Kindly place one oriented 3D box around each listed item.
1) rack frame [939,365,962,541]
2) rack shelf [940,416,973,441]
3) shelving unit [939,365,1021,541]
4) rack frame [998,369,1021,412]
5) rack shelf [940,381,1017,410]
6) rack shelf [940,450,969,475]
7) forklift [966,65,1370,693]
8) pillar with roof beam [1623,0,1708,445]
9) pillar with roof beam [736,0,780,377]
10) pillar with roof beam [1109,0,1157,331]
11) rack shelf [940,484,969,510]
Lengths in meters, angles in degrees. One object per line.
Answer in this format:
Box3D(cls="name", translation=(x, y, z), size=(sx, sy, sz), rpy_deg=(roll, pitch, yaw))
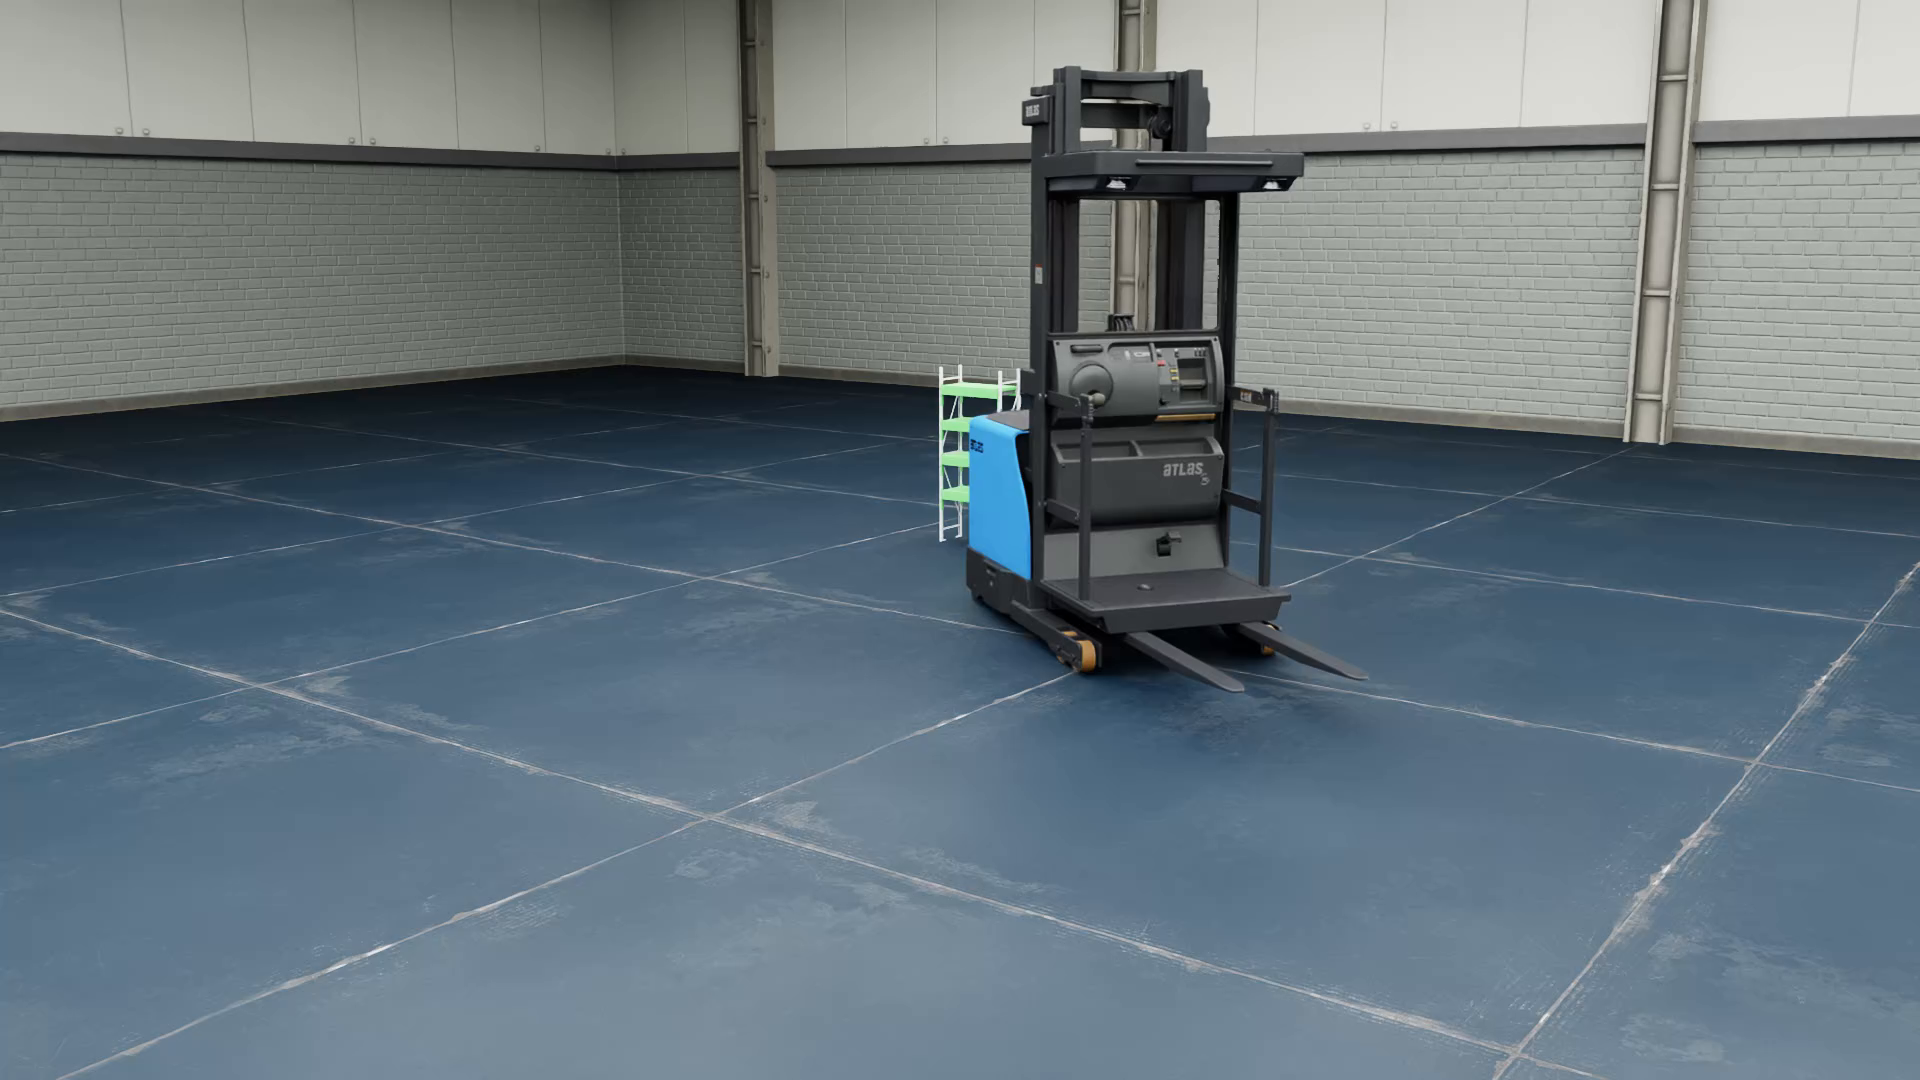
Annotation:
Box3D(cls="rack frame", translation=(-0.063, -0.598, 11.461), size=(0.015, 1.200, 0.240), rpy_deg=(8, 13, 36))
Box3D(cls="rack shelf", translation=(0.133, -0.743, 11.286), size=(0.480, 0.148, 0.258), rpy_deg=(8, 13, 36))
Box3D(cls="shelving unit", translation=(0.133, -0.570, 11.320), size=(0.503, 1.200, 0.258), rpy_deg=(8, 13, 36))
Box3D(cls="rack frame", translation=(0.330, -0.543, 11.178), size=(0.015, 1.200, 0.240), rpy_deg=(8, 13, 36))
Box3D(cls="rack shelf", translation=(0.133, -0.979, 11.240), size=(0.480, 0.148, 0.258), rpy_deg=(8, 13, 36))
Box3D(cls="rack shelf", translation=(0.133, -0.508, 11.332), size=(0.480, 0.148, 0.258), rpy_deg=(8, 13, 36))
Box3D(cls="forklift", translation=(0.989, -0.872, 8.318), size=(1.130, 2.935, 3.031), rpy_deg=(-4, 12, -18))
Box3D(cls="pillar with roof beam", translation=(4.321, -4.743, 12.354), size=(0.400, 9.000, 9.100), rpy_deg=(8, 13, 36))
Box3D(cls="pillar with roof beam", translation=(-5.351, -6.092, 19.328), size=(0.400, 9.000, 9.100), rpy_deg=(8, 13, 36))
Box3D(cls="pillar with roof beam", translation=(-0.515, -5.418, 15.841), size=(0.400, 9.000, 9.100), rpy_deg=(8, 13, 36))
Box3D(cls="rack shelf", translation=(0.133, -0.272, 11.377), size=(0.480, 0.148, 0.258), rpy_deg=(8, 13, 36))
